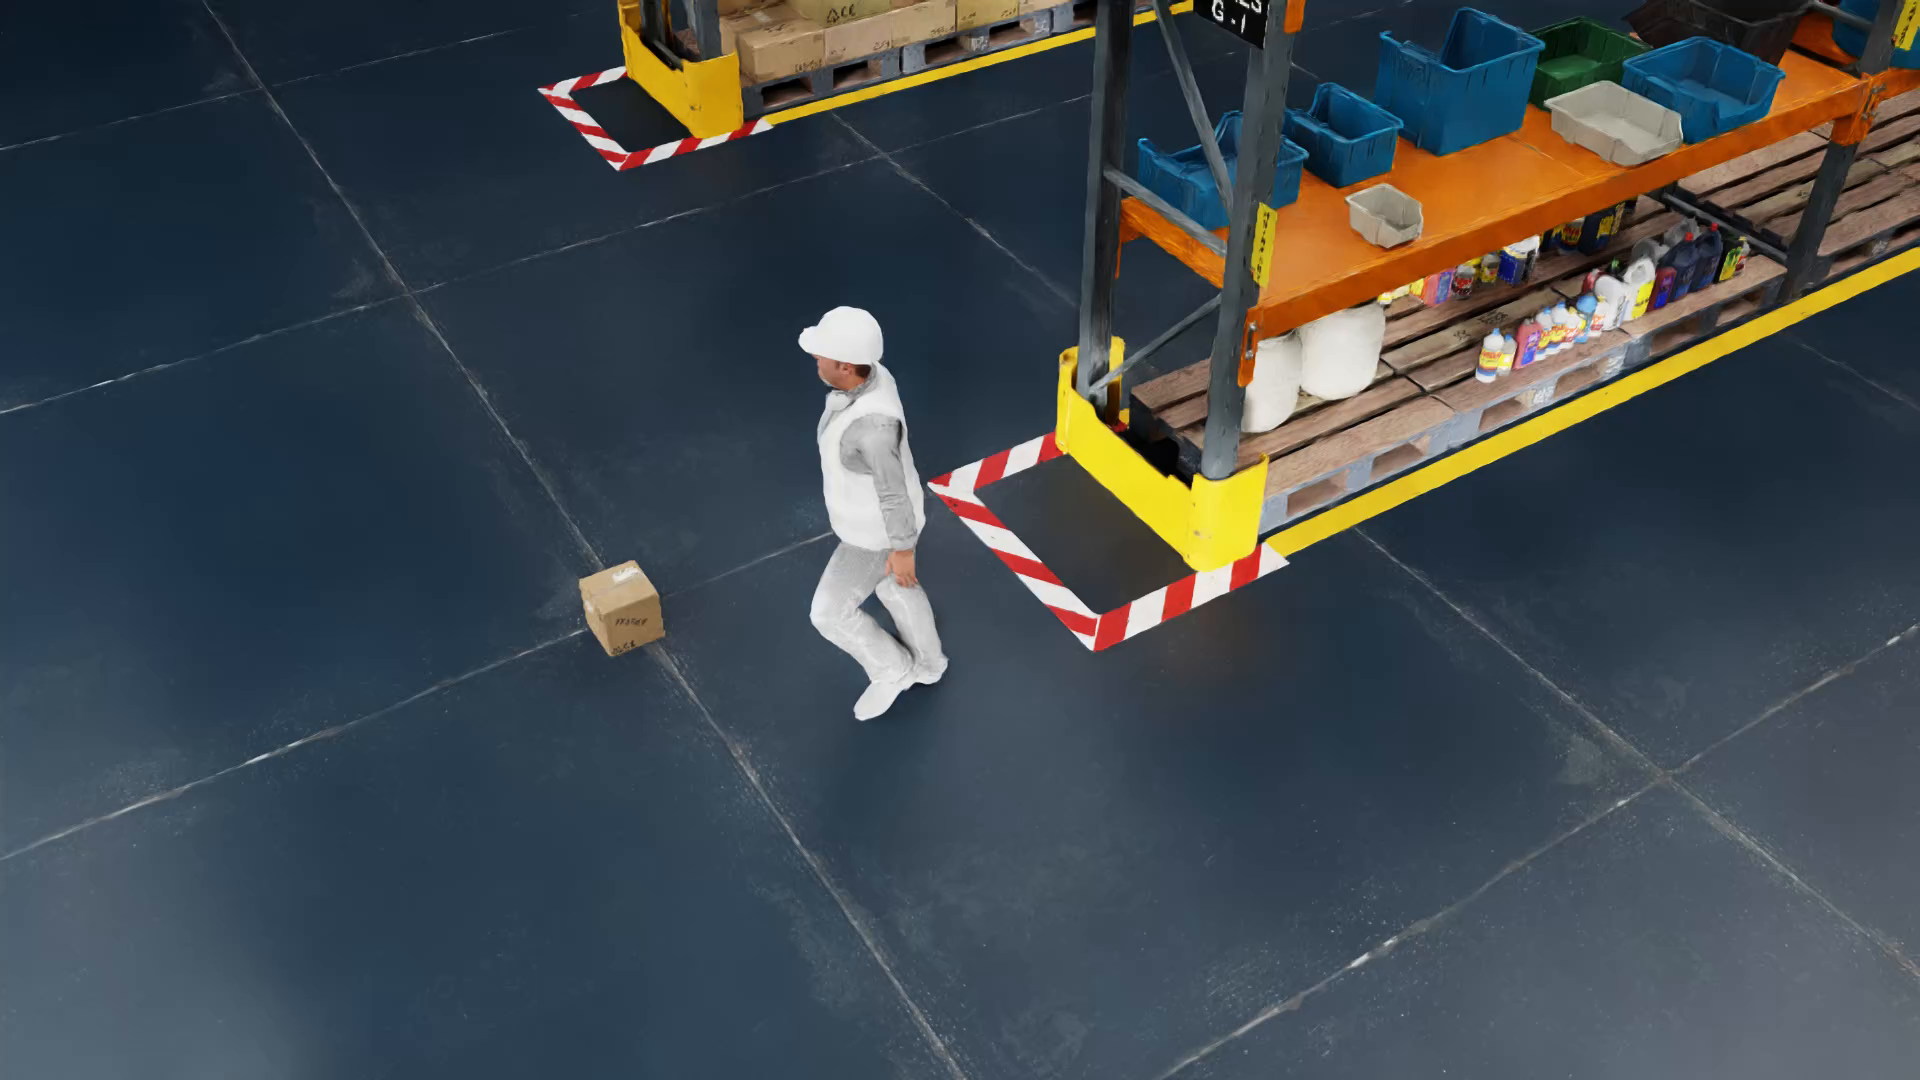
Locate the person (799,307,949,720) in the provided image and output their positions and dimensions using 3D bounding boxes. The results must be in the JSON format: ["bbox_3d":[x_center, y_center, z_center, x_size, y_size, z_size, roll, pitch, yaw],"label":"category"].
[{"bbox_3d":[-0.311,-0.101,6.228,0.533,1.759,0.565,-2,41,-2],"label":"person"}]
